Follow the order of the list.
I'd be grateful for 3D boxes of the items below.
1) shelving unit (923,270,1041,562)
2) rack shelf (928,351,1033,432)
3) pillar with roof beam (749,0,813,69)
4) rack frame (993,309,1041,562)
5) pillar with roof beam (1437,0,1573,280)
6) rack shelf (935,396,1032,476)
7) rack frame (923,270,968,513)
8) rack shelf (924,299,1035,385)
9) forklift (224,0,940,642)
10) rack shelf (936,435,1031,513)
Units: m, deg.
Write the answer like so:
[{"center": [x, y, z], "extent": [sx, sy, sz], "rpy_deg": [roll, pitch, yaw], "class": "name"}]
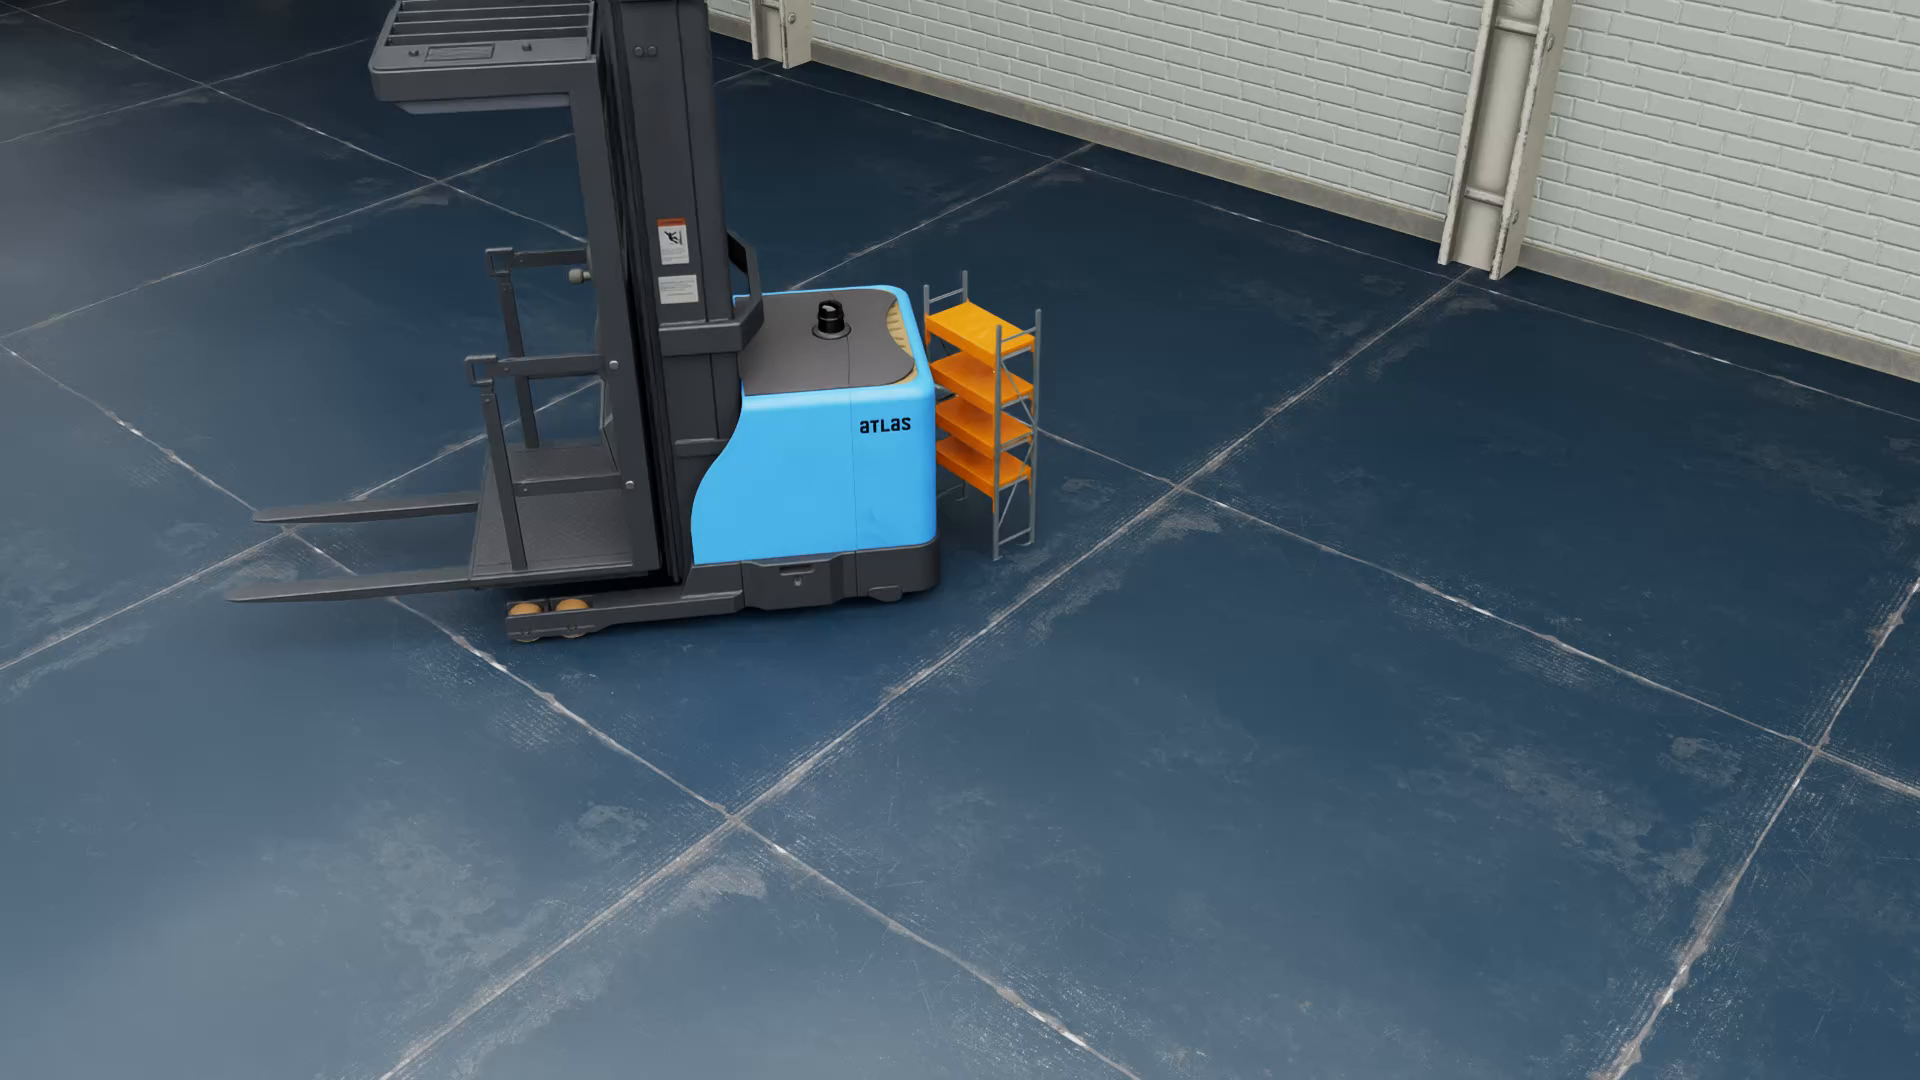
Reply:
[{"center": [0.092, -0.548, 7.488], "extent": [0.258, 1.200, 0.503], "rpy_deg": [-25, 42, -32], "class": "shelving unit"}, {"center": [0.092, -0.677, 7.399], "extent": [0.258, 0.148, 0.480], "rpy_deg": [-25, 42, -32], "class": "rack shelf"}, {"center": [-4.178, -5.714, 8.121], "extent": [0.400, 9.000, 9.100], "rpy_deg": [25, 42, 32], "class": "pillar with roof beam"}, {"center": [0.248, -0.441, 7.332], "extent": [0.240, 1.200, 0.015], "rpy_deg": [-25, 42, -32], "class": "rack frame"}, {"center": [0.433, -3.540, 4.956], "extent": [0.400, 9.000, 9.100], "rpy_deg": [25, 42, 32], "class": "pillar with roof beam"}, {"center": [0.092, -0.492, 7.526], "extent": [0.258, 0.148, 0.480], "rpy_deg": [-25, 42, -32], "class": "rack shelf"}, {"center": [-0.063, -0.654, 7.643], "extent": [0.240, 1.200, 0.015], "rpy_deg": [-25, 42, -32], "class": "rack frame"}, {"center": [0.092, -0.872, 7.265], "extent": [0.258, 0.148, 0.480], "rpy_deg": [-25, 42, -32], "class": "rack shelf"}, {"center": [-1.652, -1.094, 6.753], "extent": [3.031, 2.935, 1.130], "rpy_deg": [-5, 35, -7], "class": "forklift"}, {"center": [0.092, -0.329, 7.638], "extent": [0.258, 0.148, 0.480], "rpy_deg": [-25, 42, -32], "class": "rack shelf"}]
